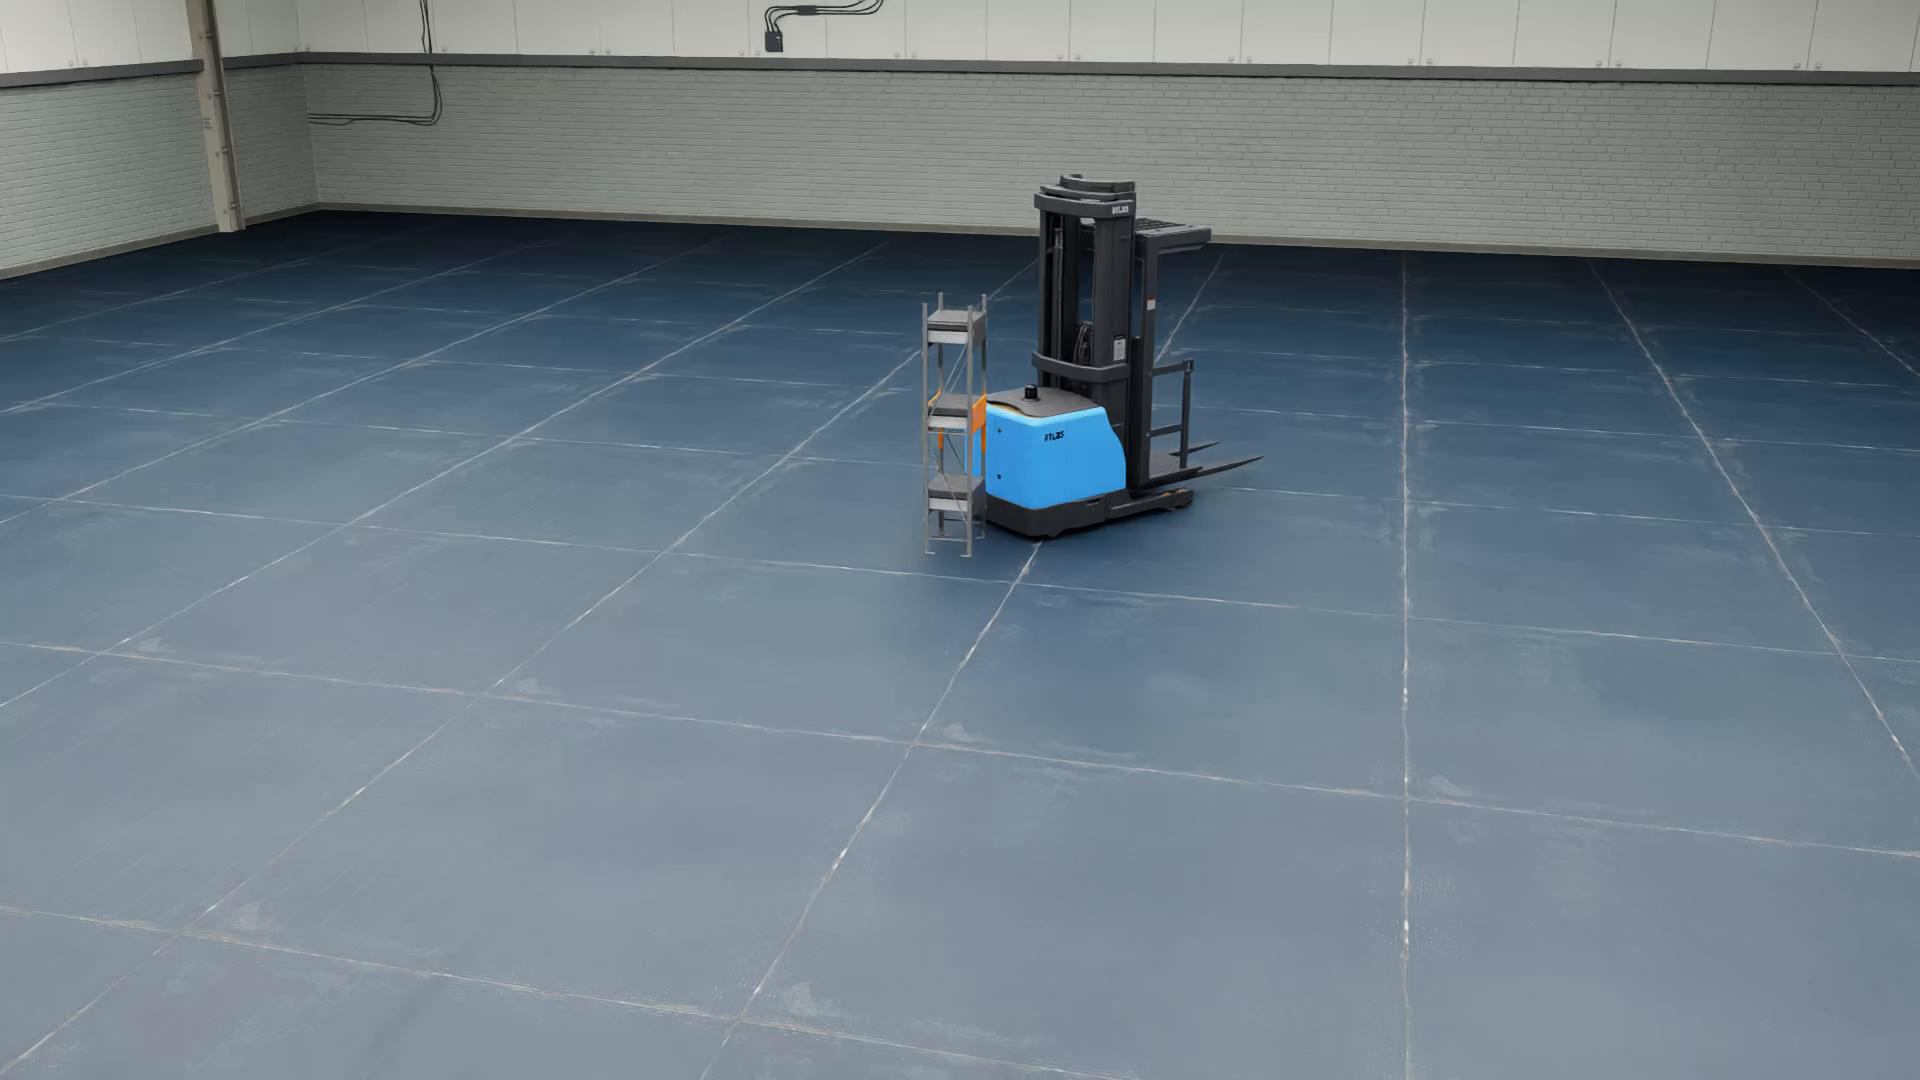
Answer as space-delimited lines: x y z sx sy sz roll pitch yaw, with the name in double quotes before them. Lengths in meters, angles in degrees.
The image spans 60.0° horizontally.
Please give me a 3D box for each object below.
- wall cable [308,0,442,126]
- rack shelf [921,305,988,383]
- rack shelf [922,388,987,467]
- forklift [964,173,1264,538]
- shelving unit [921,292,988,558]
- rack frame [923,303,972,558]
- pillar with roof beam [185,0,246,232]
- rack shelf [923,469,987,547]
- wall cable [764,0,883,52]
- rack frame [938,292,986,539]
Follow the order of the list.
"wall cable" -11.654 -9.416 32.636 3.097 2.526 0.112 5 19 13
"rack shelf" -0.040 -1.591 13.474 0.431 0.518 0.480 5 19 13
"rack shelf" -0.040 -0.929 13.701 0.431 0.518 0.480 5 19 13
"forklift" 1.498 -1.768 14.828 3.031 2.935 1.130 -14 23 -35
"shelving unit" -0.040 -0.942 13.696 0.431 2.100 0.503 5 19 13
"rack frame" -0.100 -0.865 13.472 0.400 2.100 0.015 5 19 13
"pillar with roof beam" -9.481 -9.726 28.741 9.100 9.000 0.400 5 19 13
"rack shelf" -0.040 -0.266 13.927 0.431 0.518 0.480 5 19 13
"wall cable" -2.452 -11.740 29.374 2.305 6.003 0.169 5 19 13
"rack frame" 0.019 -1.018 13.920 0.400 2.100 0.015 5 19 13
